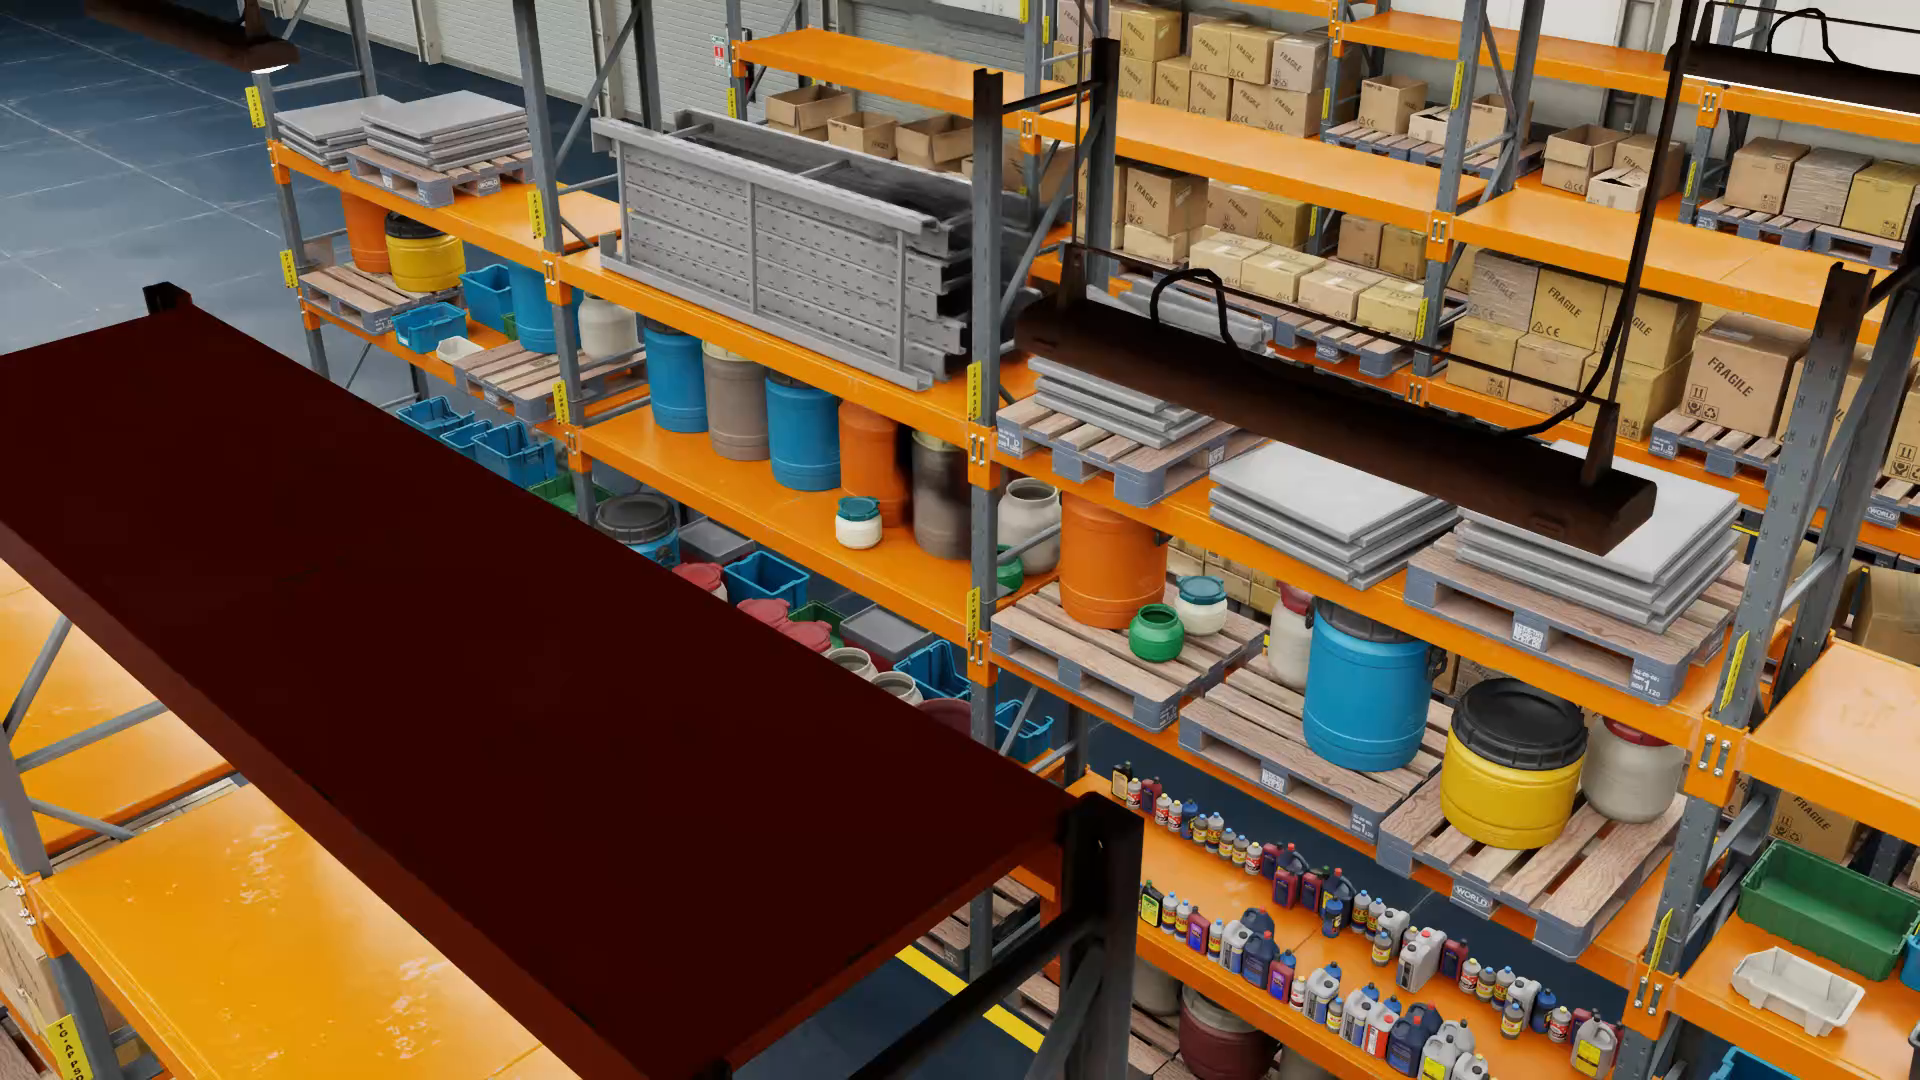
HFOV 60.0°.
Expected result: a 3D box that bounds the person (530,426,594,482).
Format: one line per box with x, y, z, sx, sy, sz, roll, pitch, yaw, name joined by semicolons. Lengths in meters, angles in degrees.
-3.960;-0.964;16.403;0.565;1.555;0.547;19;35;30;person
